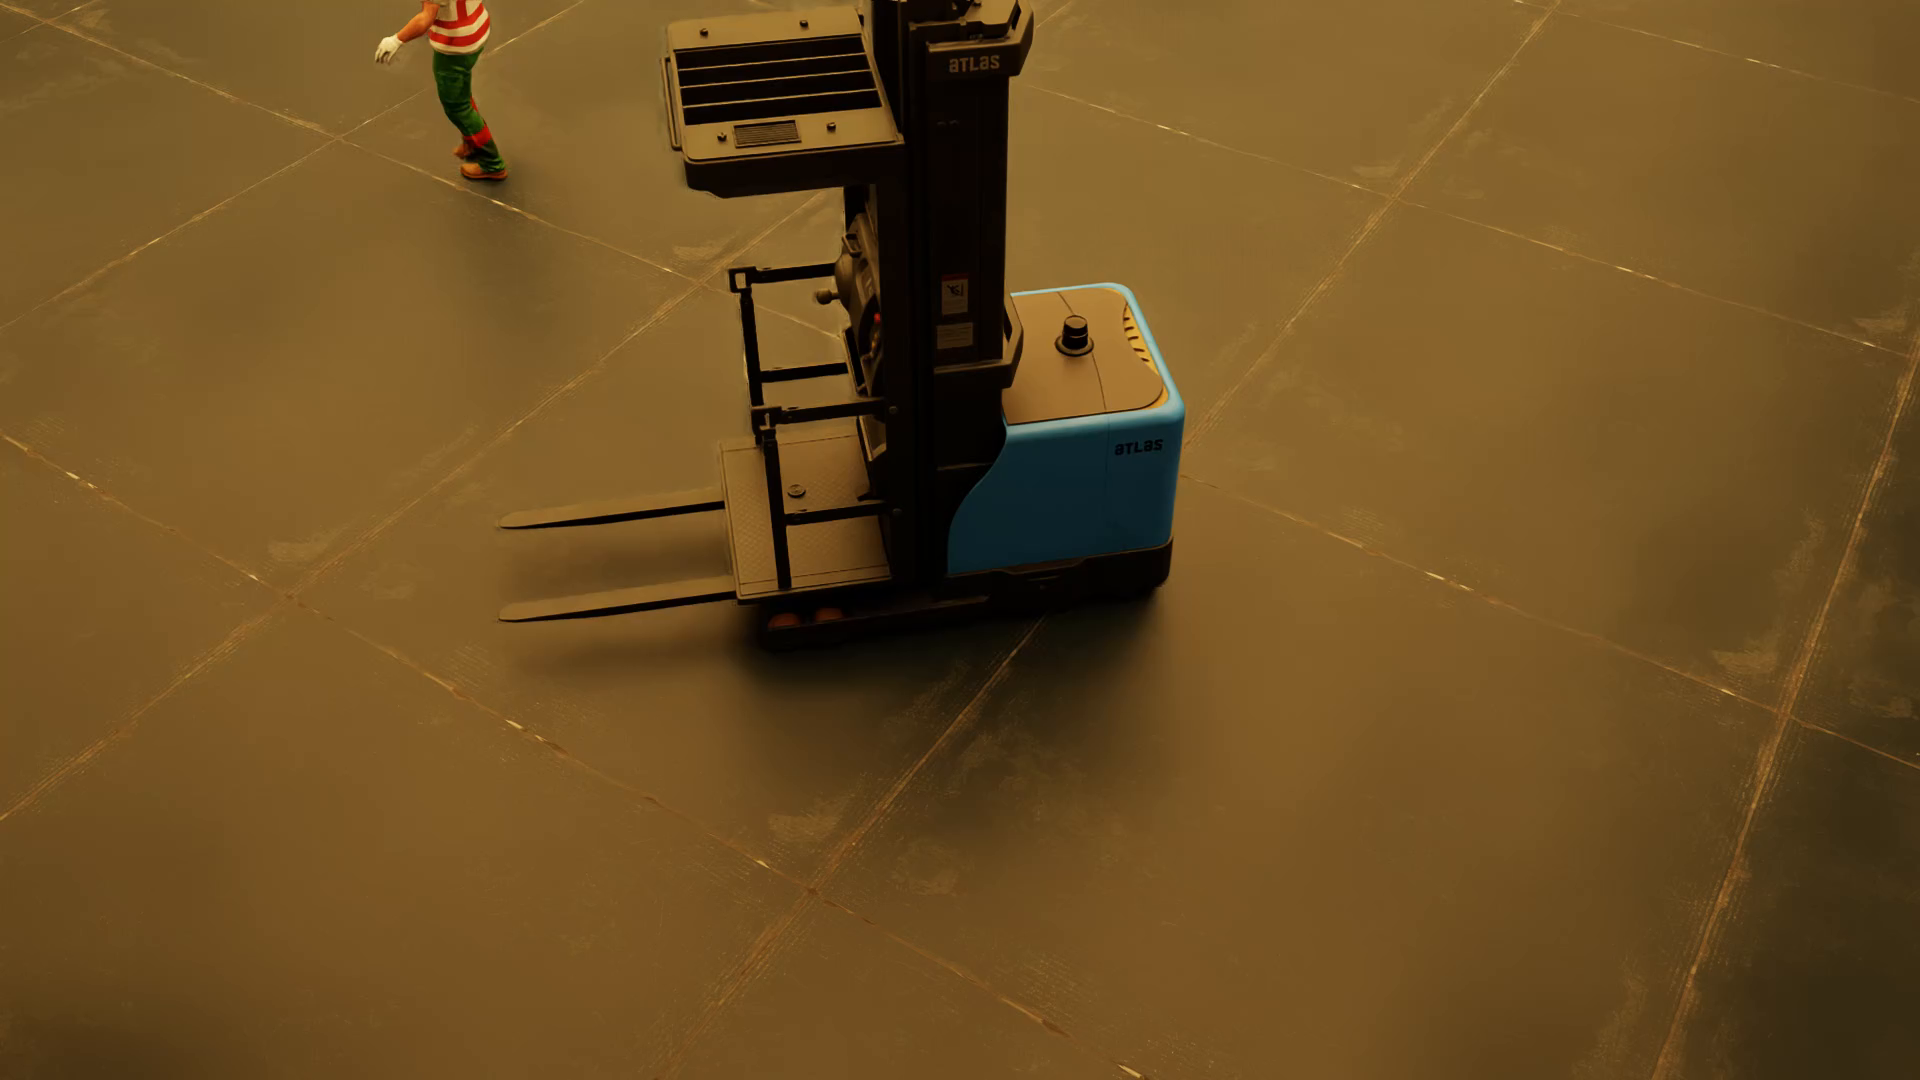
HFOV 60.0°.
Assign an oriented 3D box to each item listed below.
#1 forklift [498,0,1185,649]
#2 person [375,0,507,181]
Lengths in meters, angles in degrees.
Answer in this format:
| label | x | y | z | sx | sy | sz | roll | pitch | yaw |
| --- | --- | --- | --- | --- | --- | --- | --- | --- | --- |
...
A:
| label | x | y | z | sx | sy | sz | roll | pitch | yaw |
| --- | --- | --- | --- | --- | --- | --- | --- | --- | --- |
| forklift | -0.596 | -0.972 | 6.873 | 3.031 | 2.935 | 1.130 | -7 | 44 | -8 |
| person | -3.025 | -2.942 | 9.834 | 0.502 | 1.805 | 0.966 | 8 | 44 | 8 |
